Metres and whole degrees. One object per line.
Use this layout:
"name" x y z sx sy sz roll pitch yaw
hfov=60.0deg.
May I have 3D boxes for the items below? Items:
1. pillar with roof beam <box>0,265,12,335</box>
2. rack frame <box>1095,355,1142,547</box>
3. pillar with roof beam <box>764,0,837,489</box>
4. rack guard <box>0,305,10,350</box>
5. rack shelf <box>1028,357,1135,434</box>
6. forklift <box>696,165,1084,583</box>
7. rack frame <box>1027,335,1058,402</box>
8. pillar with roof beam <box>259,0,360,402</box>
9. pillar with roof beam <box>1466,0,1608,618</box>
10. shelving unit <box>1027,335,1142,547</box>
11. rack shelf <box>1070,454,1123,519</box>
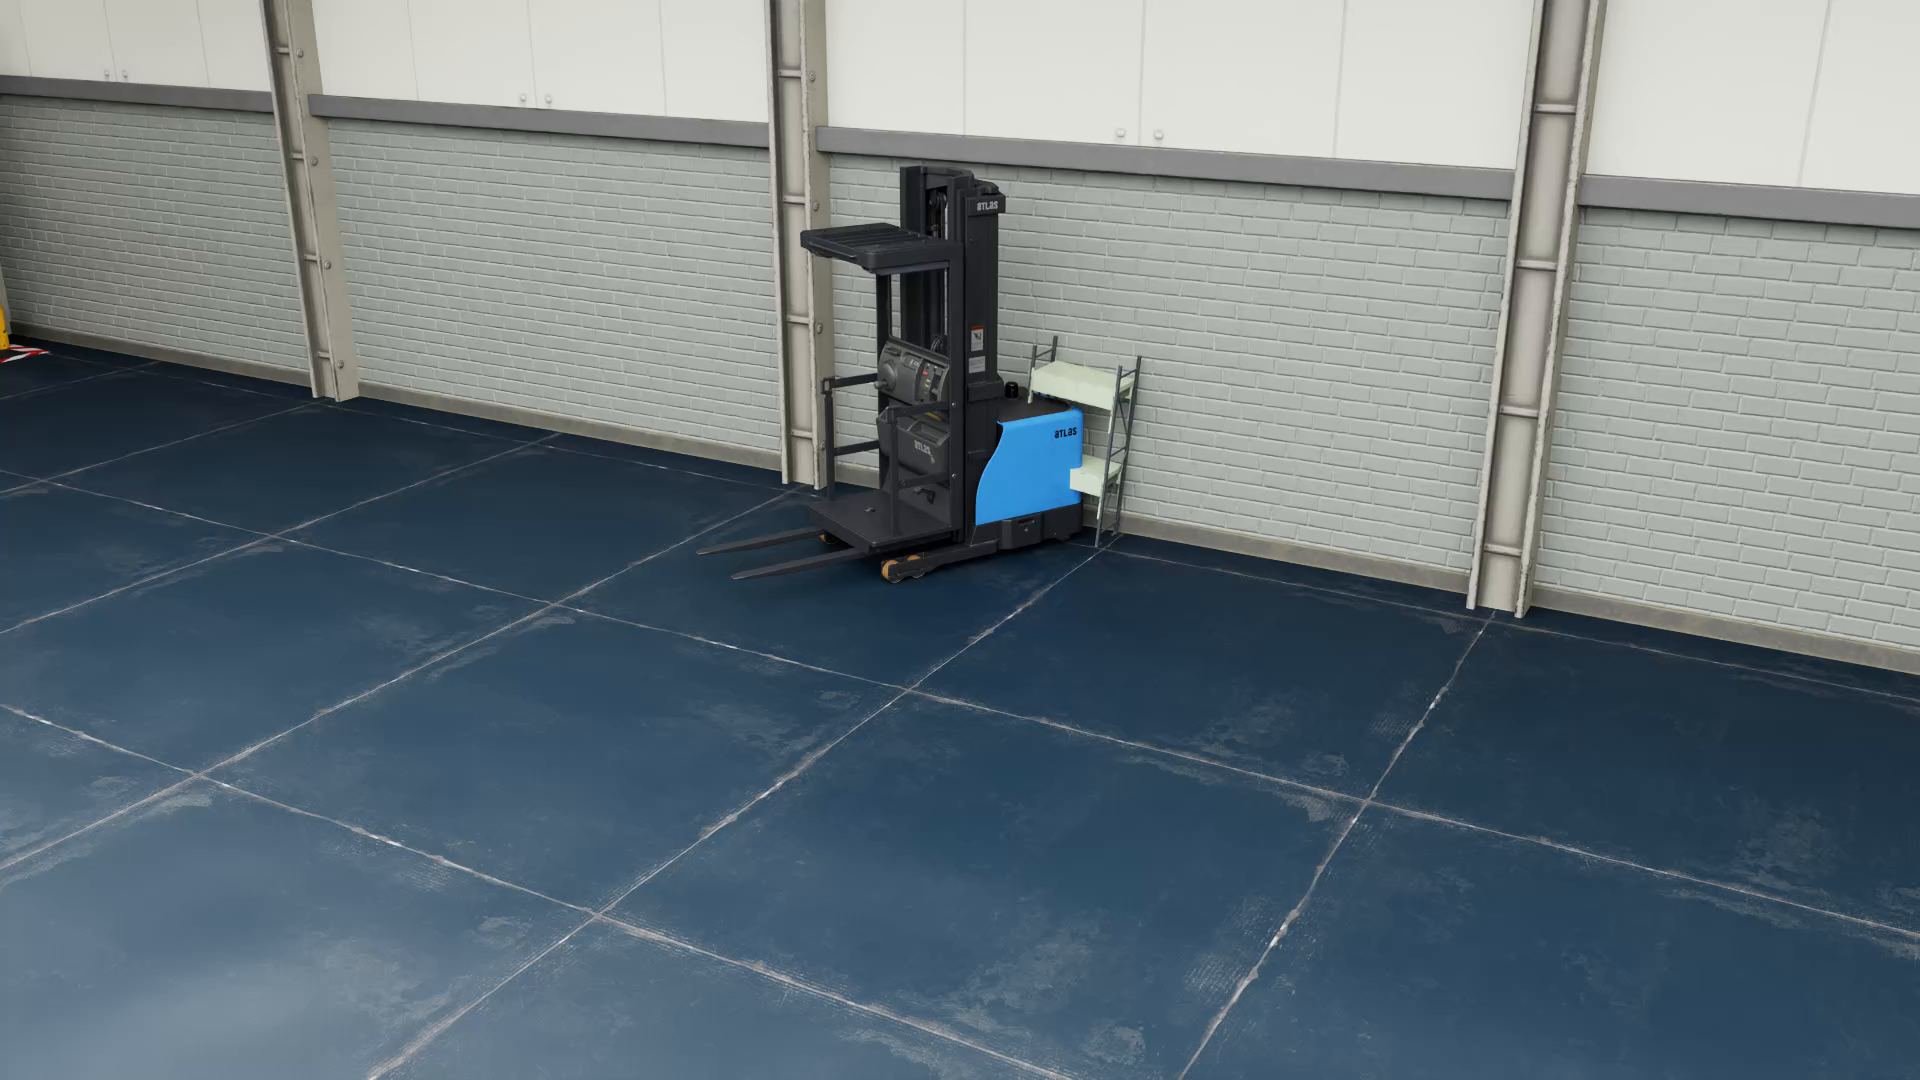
"pillar with roof beam" -13.910 -5.465 15.234 0.400 9.000 9.100 11 23 27
"rack frame" 1.243 -0.692 13.084 0.023 1.500 0.400 17 25 25
"pillar with roof beam" -3.434 -3.469 9.733 0.400 9.000 9.100 11 23 27
"rack guard" -11.621 -2.363 19.147 0.348 0.500 1.175 11 23 27
"rack shelf" 0.960 -1.146 13.088 0.720 0.370 0.431 17 25 25
"forklift" -0.530 -1.262 12.546 3.031 2.935 1.130 -12 23 -31
"rack frame" 0.607 -0.883 13.393 0.023 1.500 0.400 17 25 25
"pillar with roof beam" -8.672 -4.467 12.483 0.400 9.000 9.100 11 23 27
"pillar with roof beam" 1.804 -2.471 6.982 0.400 9.000 9.100 11 23 27
"shelving unit" 0.925 -0.787 13.239 0.755 1.500 0.431 17 25 25
"rack shelf" 0.896 -0.488 13.365 0.720 0.370 0.431 17 25 25
